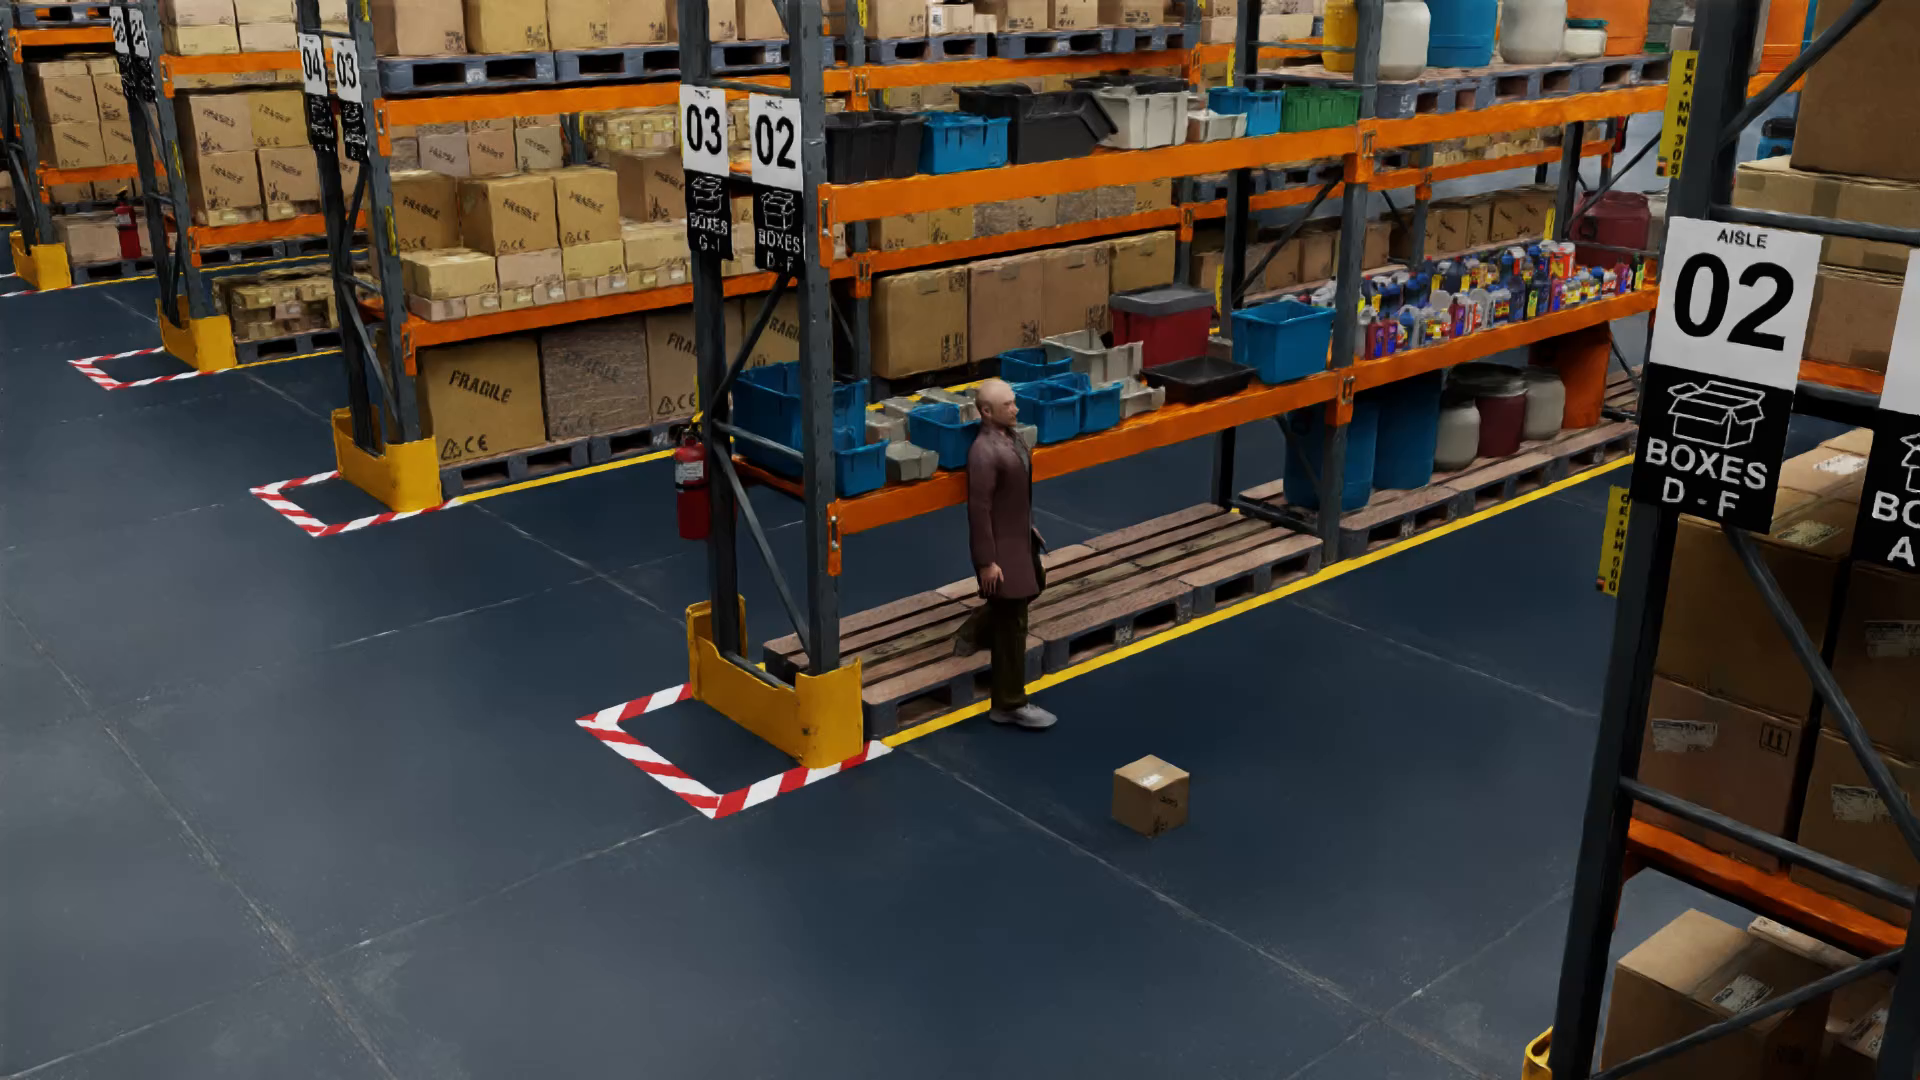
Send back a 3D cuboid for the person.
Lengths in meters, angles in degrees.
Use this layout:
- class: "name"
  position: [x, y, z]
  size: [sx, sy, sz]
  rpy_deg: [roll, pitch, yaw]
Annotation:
- class: "person"
  position: [0.249, 0.021, 8.592]
  size: [0.612, 1.769, 0.728]
  rpy_deg: [3, 21, 9]
